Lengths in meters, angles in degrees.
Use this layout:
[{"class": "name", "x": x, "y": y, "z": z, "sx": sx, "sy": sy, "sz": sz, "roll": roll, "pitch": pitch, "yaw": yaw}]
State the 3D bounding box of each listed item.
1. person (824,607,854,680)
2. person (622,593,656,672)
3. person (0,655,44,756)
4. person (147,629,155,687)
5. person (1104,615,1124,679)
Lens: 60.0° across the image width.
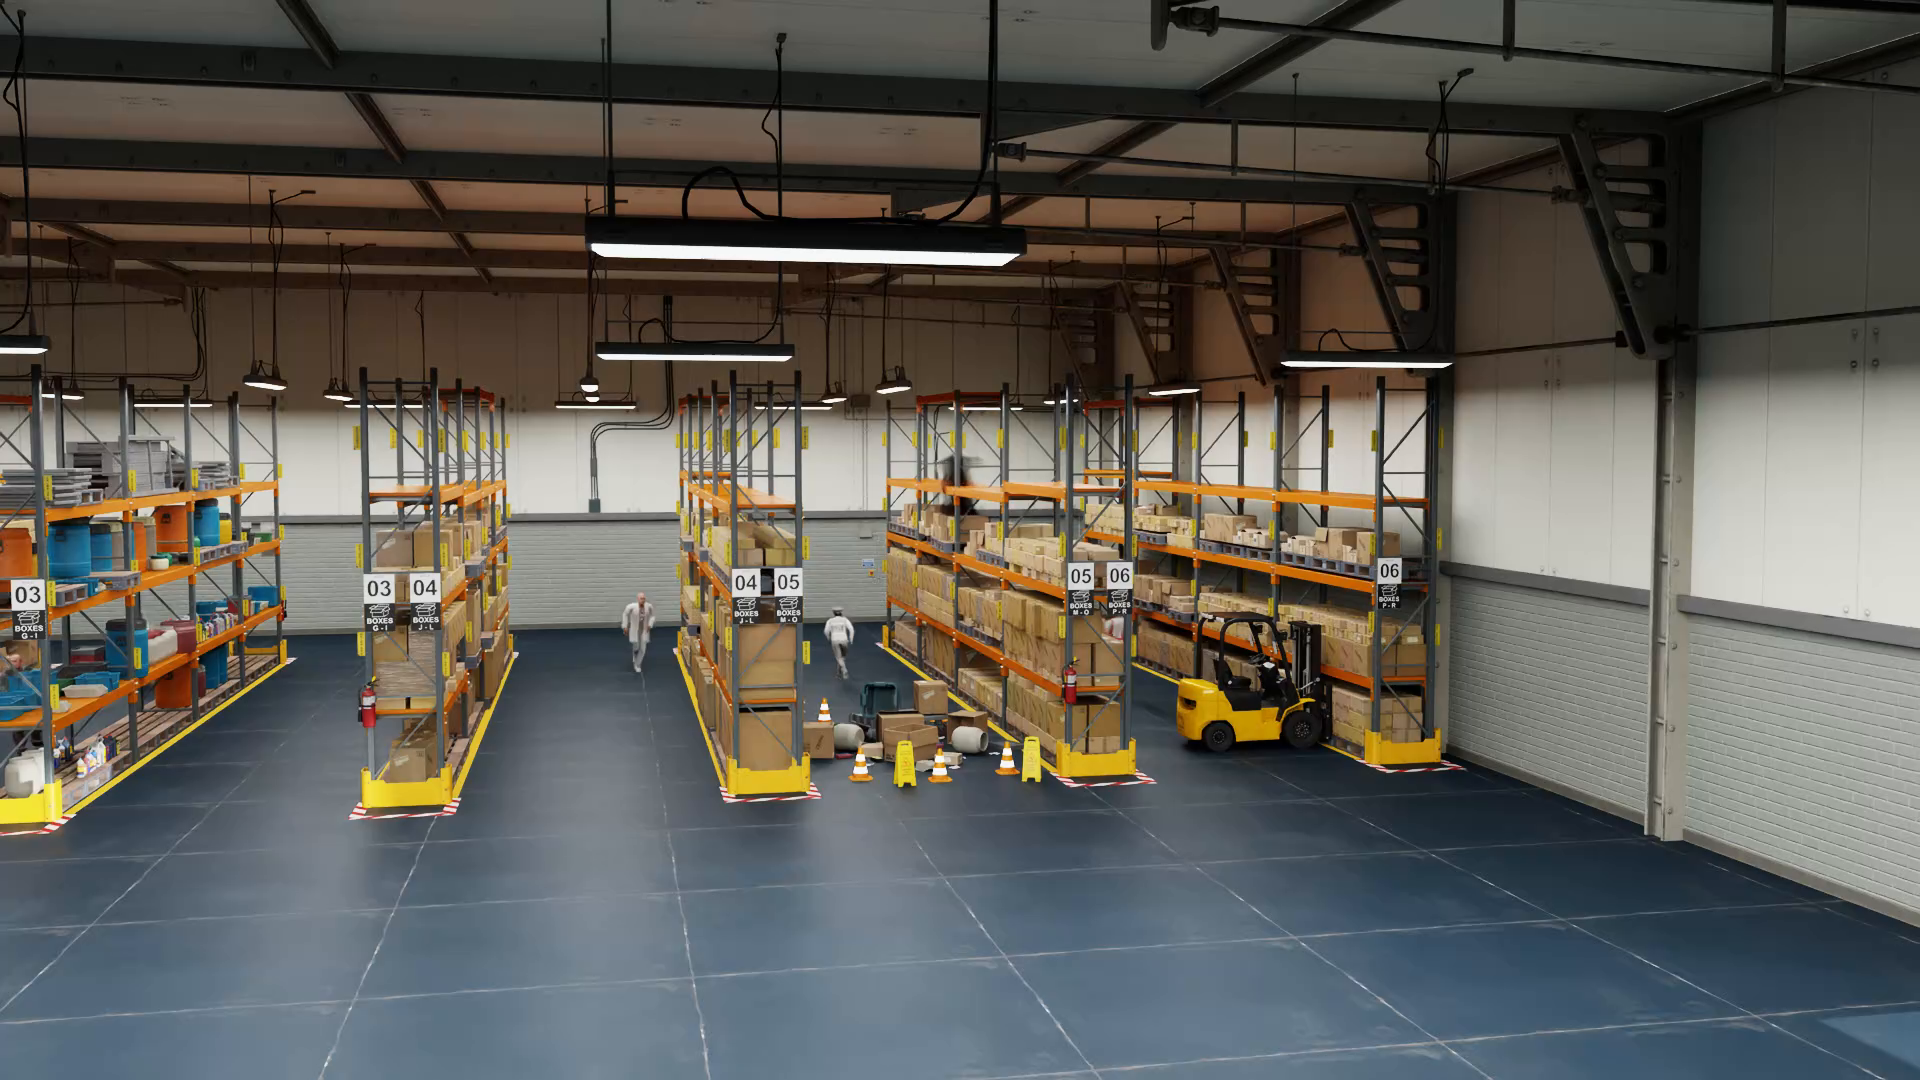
[{"class": "person", "x": -2.506, "y": 2.194, "z": 34.590, "sx": 0.612, "sy": 1.520, "sz": 1.008, "roll": -1, "pitch": 3, "yaw": -10}, {"class": "person", "x": -6.998, "y": 1.997, "z": 36.235, "sx": 0.718, "sy": 1.712, "sz": 0.706, "roll": -2, "pitch": 4, "yaw": -24}, {"class": "person", "x": -14.928, "y": 2.610, "z": 26.529, "sx": 0.686, "sy": 1.637, "sz": 0.885, "roll": -2, "pitch": 4, "yaw": -29}, {"class": "person", "x": -16.490, "y": 2.263, "z": 33.349, "sx": 0.541, "sy": 1.510, "sz": 0.831, "roll": -2, "pitch": 4, "yaw": -30}, {"class": "person", "x": 3.042, "y": 2.141, "z": 32.742, "sx": 0.657, "sy": 1.764, "sz": 1.000, "roll": -1, "pitch": 4, "yaw": -20}]
